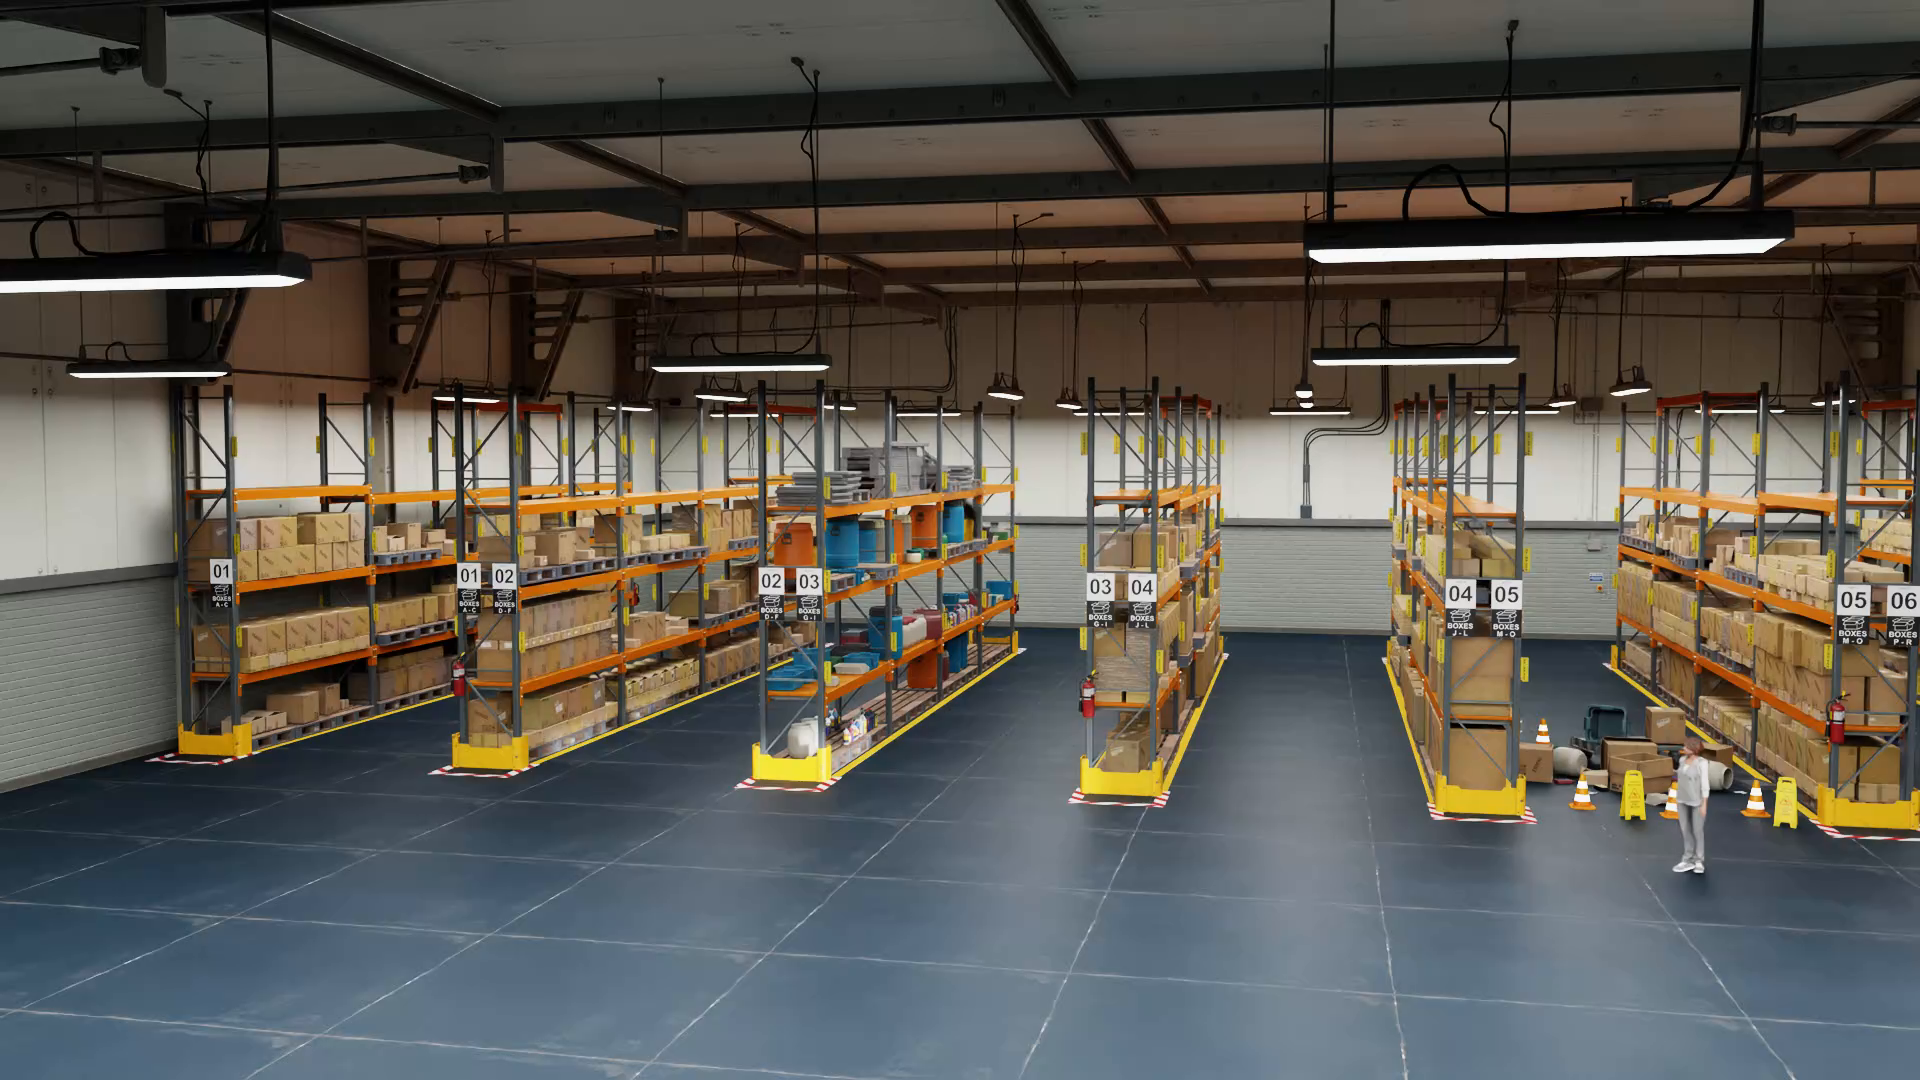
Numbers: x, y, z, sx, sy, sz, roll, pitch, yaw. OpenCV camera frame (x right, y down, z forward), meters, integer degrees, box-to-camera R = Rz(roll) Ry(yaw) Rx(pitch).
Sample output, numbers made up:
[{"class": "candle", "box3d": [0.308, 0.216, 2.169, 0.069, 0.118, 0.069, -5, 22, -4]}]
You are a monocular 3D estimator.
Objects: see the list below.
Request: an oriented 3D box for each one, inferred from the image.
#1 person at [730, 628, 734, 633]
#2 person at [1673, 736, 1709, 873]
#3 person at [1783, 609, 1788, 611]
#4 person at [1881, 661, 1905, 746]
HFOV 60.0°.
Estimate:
[{"class": "person", "box3d": [-5.700, 1.810, 41.149, 0.455, 1.761, 0.603, 0, 3, 8]}, {"class": "person", "box3d": [8.615, 3.110, 19.551, 0.351, 1.617, 0.471, -2, 4, -31]}, {"class": "person", "box3d": [19.019, 1.980, 38.281, 0.845, 1.736, 0.553, 0, 3, 7]}, {"class": "person", "box3d": [14.775, 2.753, 26.389, 0.636, 1.668, 0.799, 1, 3, 12]}]
